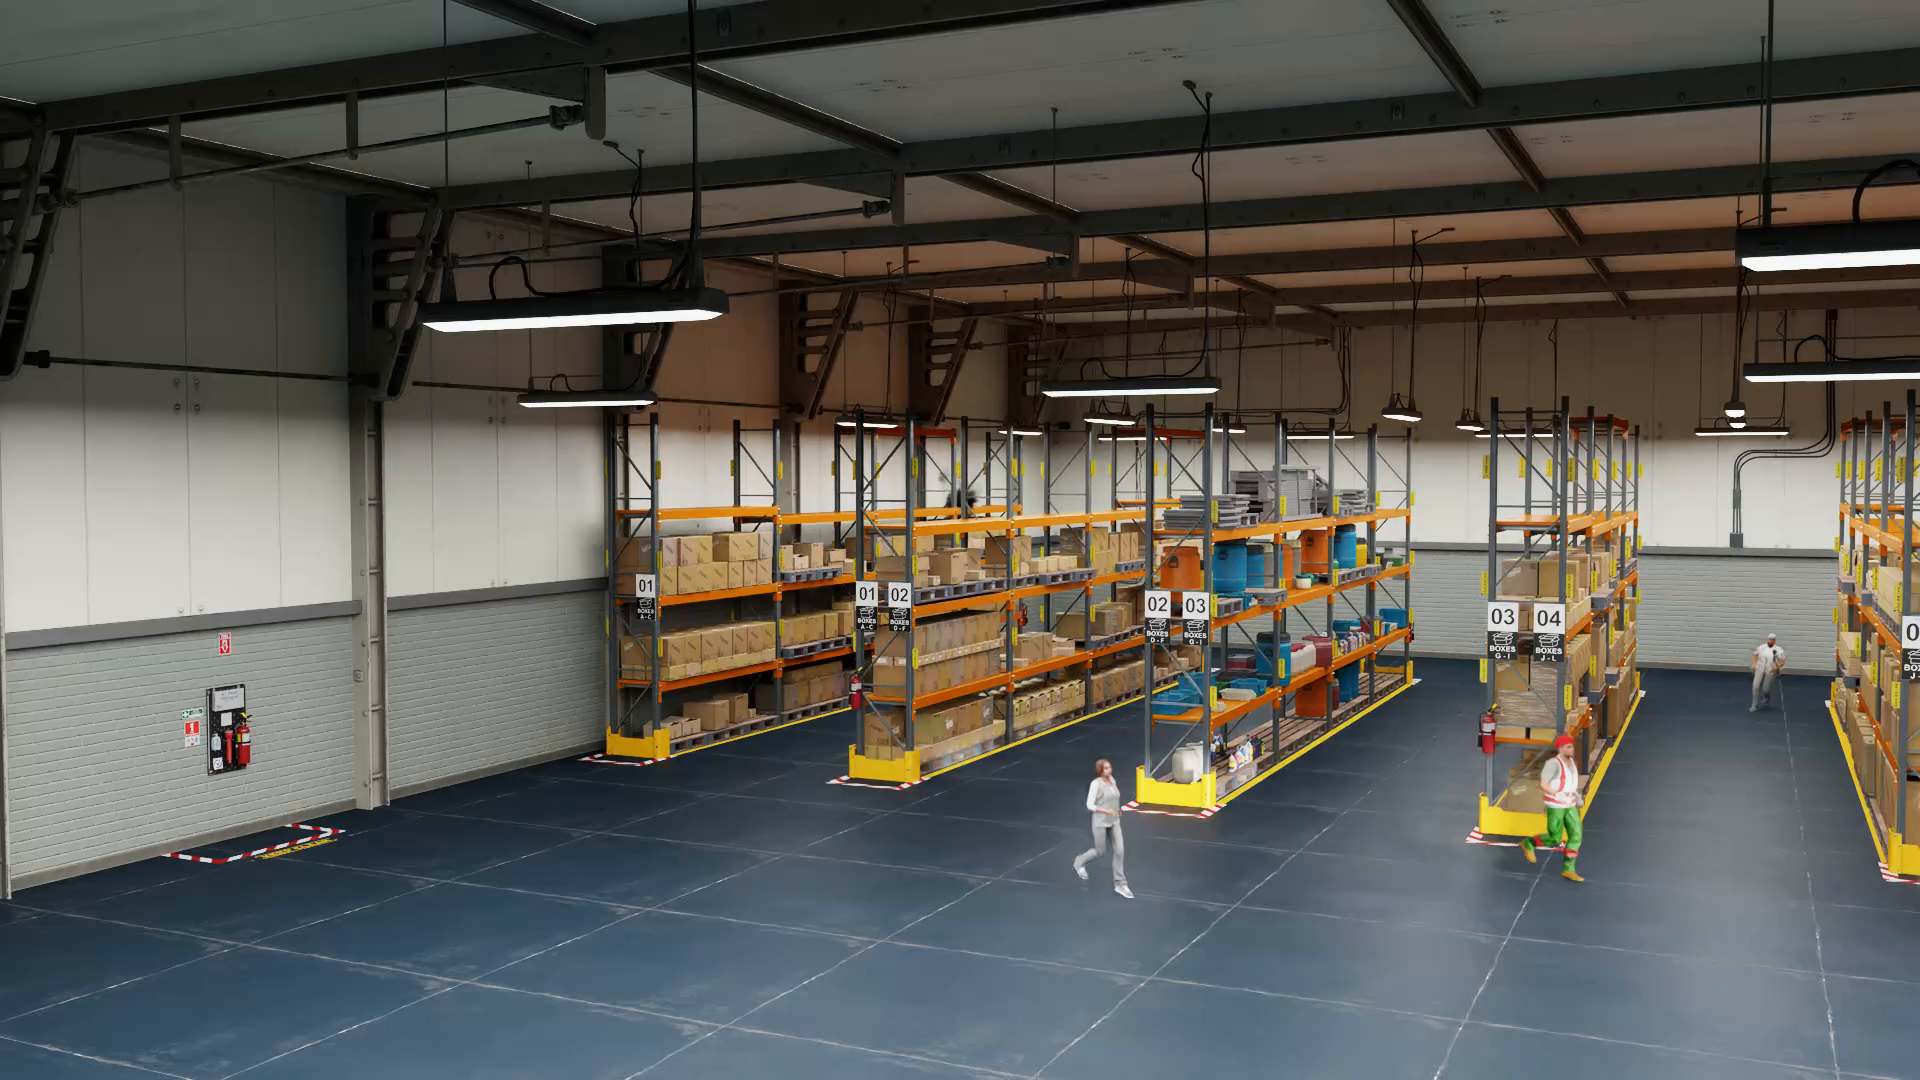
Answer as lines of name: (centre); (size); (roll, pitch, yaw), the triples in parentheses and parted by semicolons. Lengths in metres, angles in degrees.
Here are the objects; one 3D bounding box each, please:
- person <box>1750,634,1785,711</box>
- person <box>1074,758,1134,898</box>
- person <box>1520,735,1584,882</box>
person: (16.846, 2.755, 34.665); (0.647, 1.627, 0.682); (2, 3, 39)
person: (1.712, 3.376, 19.687); (0.554, 1.591, 0.900); (-2, 3, -39)
person: (7.345, 3.264, 20.499); (0.645, 1.765, 0.866); (-1, 3, -31)
